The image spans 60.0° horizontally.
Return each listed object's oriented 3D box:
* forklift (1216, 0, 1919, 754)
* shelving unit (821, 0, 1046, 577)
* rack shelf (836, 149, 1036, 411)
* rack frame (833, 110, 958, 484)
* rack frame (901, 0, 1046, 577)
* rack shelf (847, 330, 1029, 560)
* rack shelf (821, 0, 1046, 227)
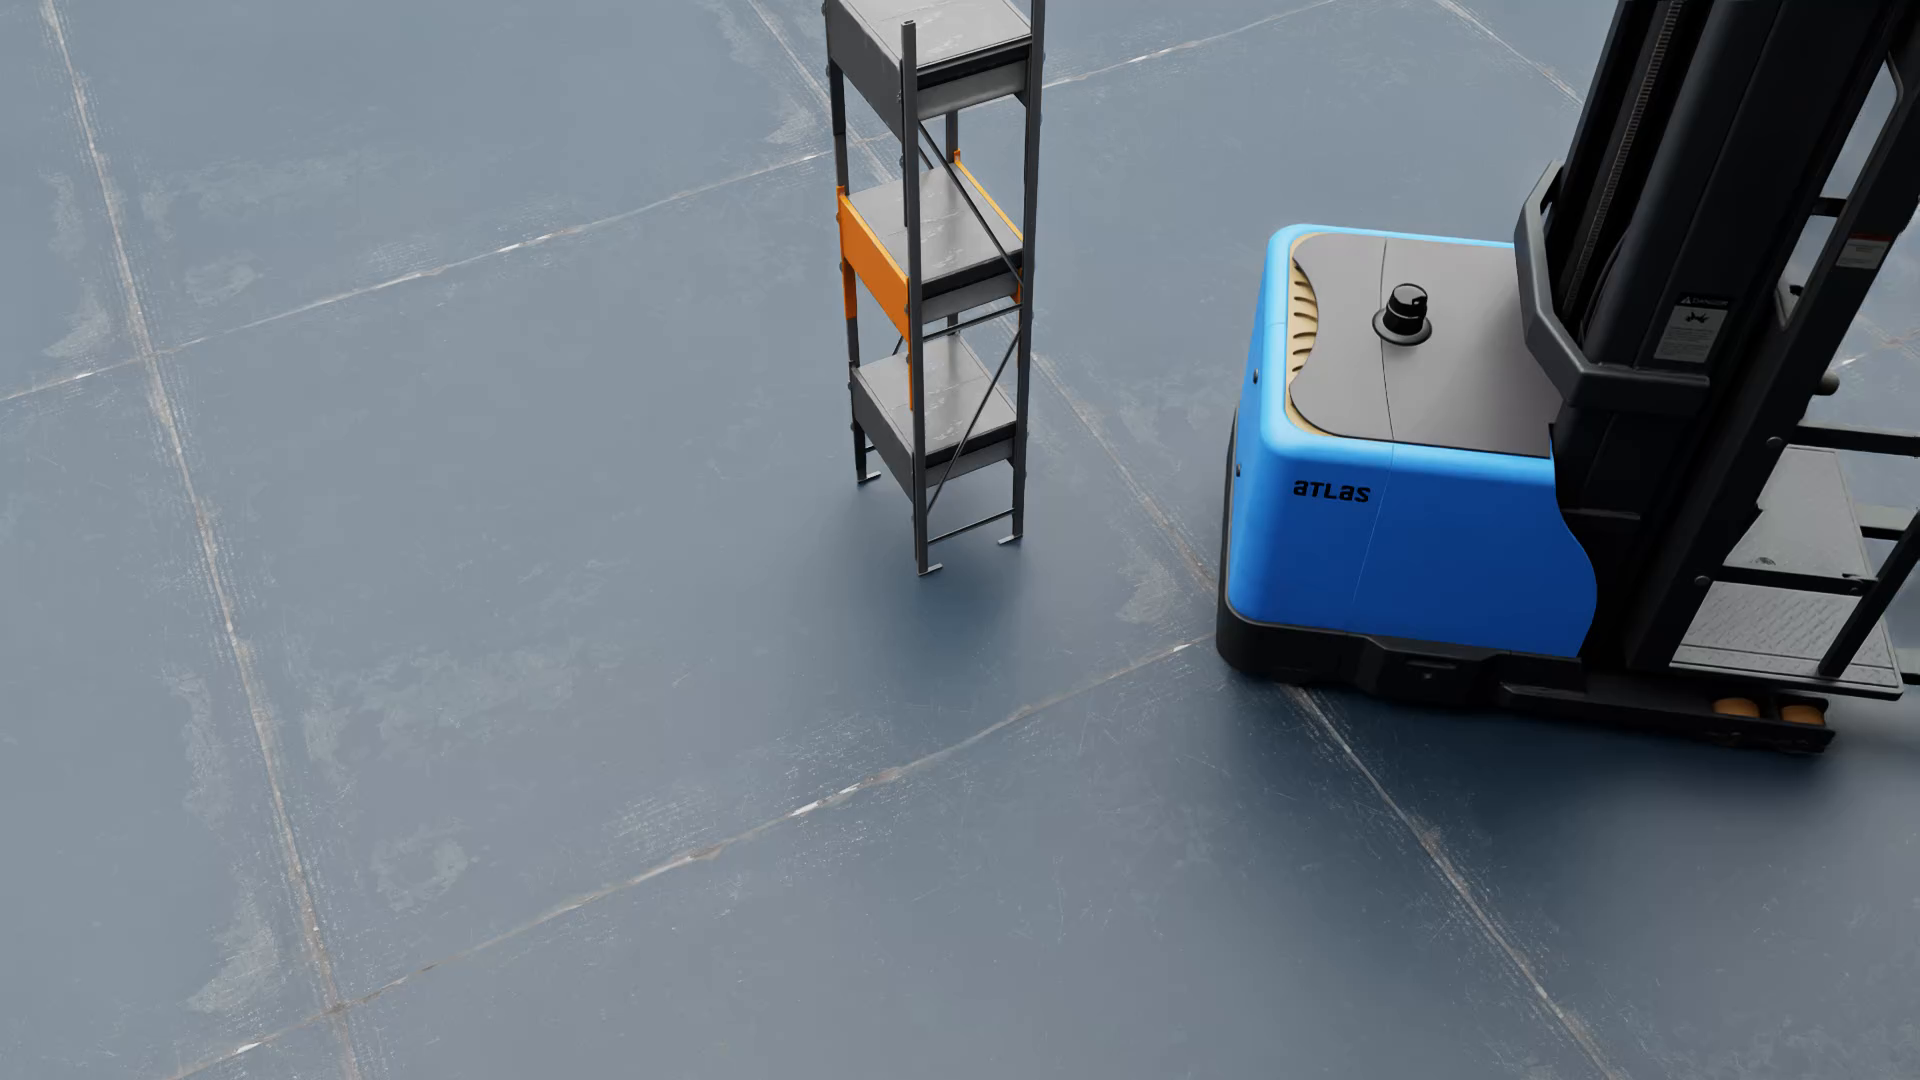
[{"bbox_3d":[2.386,-0.733,4.444,3.031,2.935,1.130,6,49,6],"label":"forklift"},{"bbox_3d":[-0.076,-0.802,5.057,0.431,2.100,0.503,-21,52,-18],"label":"shelving unit"},{"bbox_3d":[-0.076,-0.793,5.067,0.431,0.518,0.480,-21,52,-18],"label":"rack shelf"},{"bbox_3d":[-0.187,-0.965,5.199,0.400,2.100,0.015,-21,52,-18],"label":"rack frame"},{"bbox_3d":[0.036,-0.639,4.914,0.400,2.100,0.015,-21,52,-18],"label":"rack frame"},{"bbox_3d":[-0.076,-0.332,5.594,0.431,0.518,0.480,-21,52,-18],"label":"rack shelf"},{"bbox_3d":[-0.076,-1.254,4.540,0.431,0.518,0.480,-21,52,-18],"label":"rack shelf"}]
